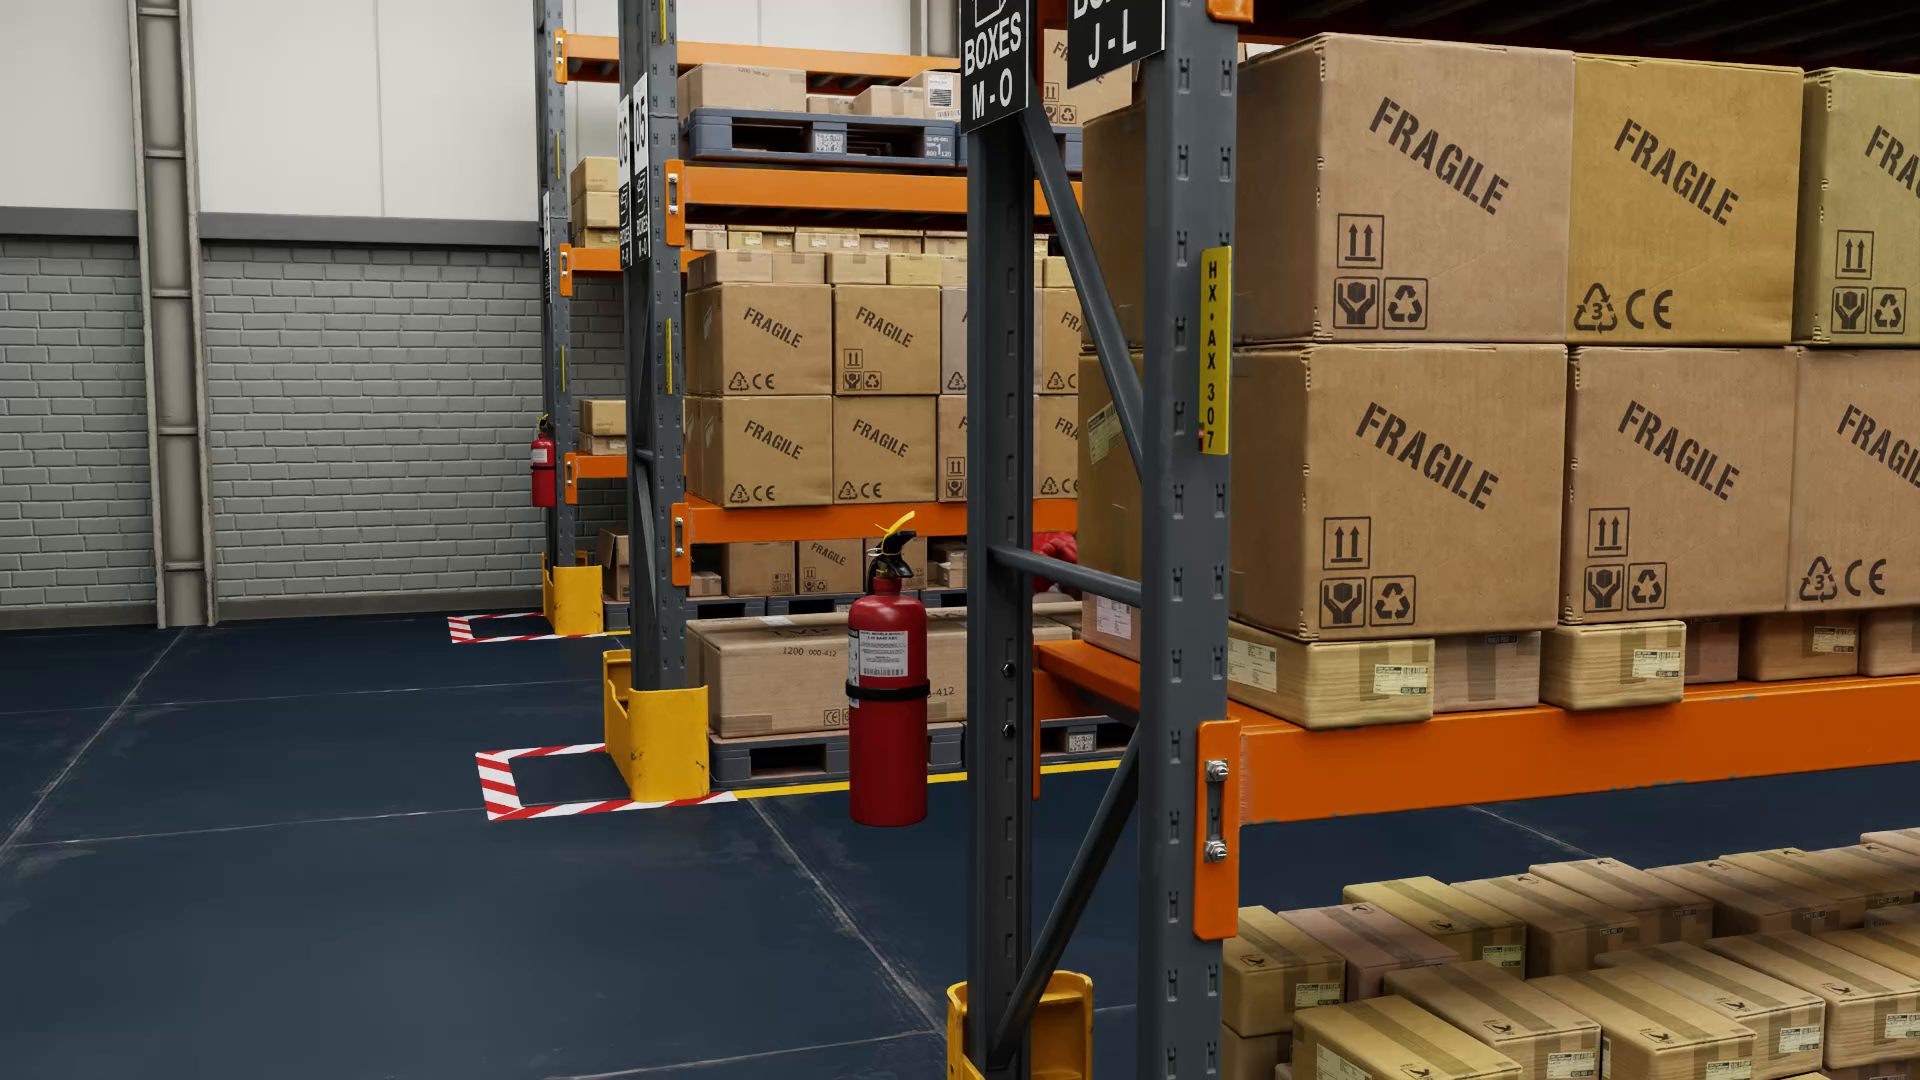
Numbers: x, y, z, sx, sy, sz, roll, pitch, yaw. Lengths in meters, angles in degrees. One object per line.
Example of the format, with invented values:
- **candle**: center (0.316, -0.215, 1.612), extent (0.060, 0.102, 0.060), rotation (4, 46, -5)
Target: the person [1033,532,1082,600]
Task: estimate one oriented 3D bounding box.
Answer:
- **person**: center (0.648, 0.239, 11.248), extent (0.770, 0.860, 0.537), rotation (-2, 6, -19)
